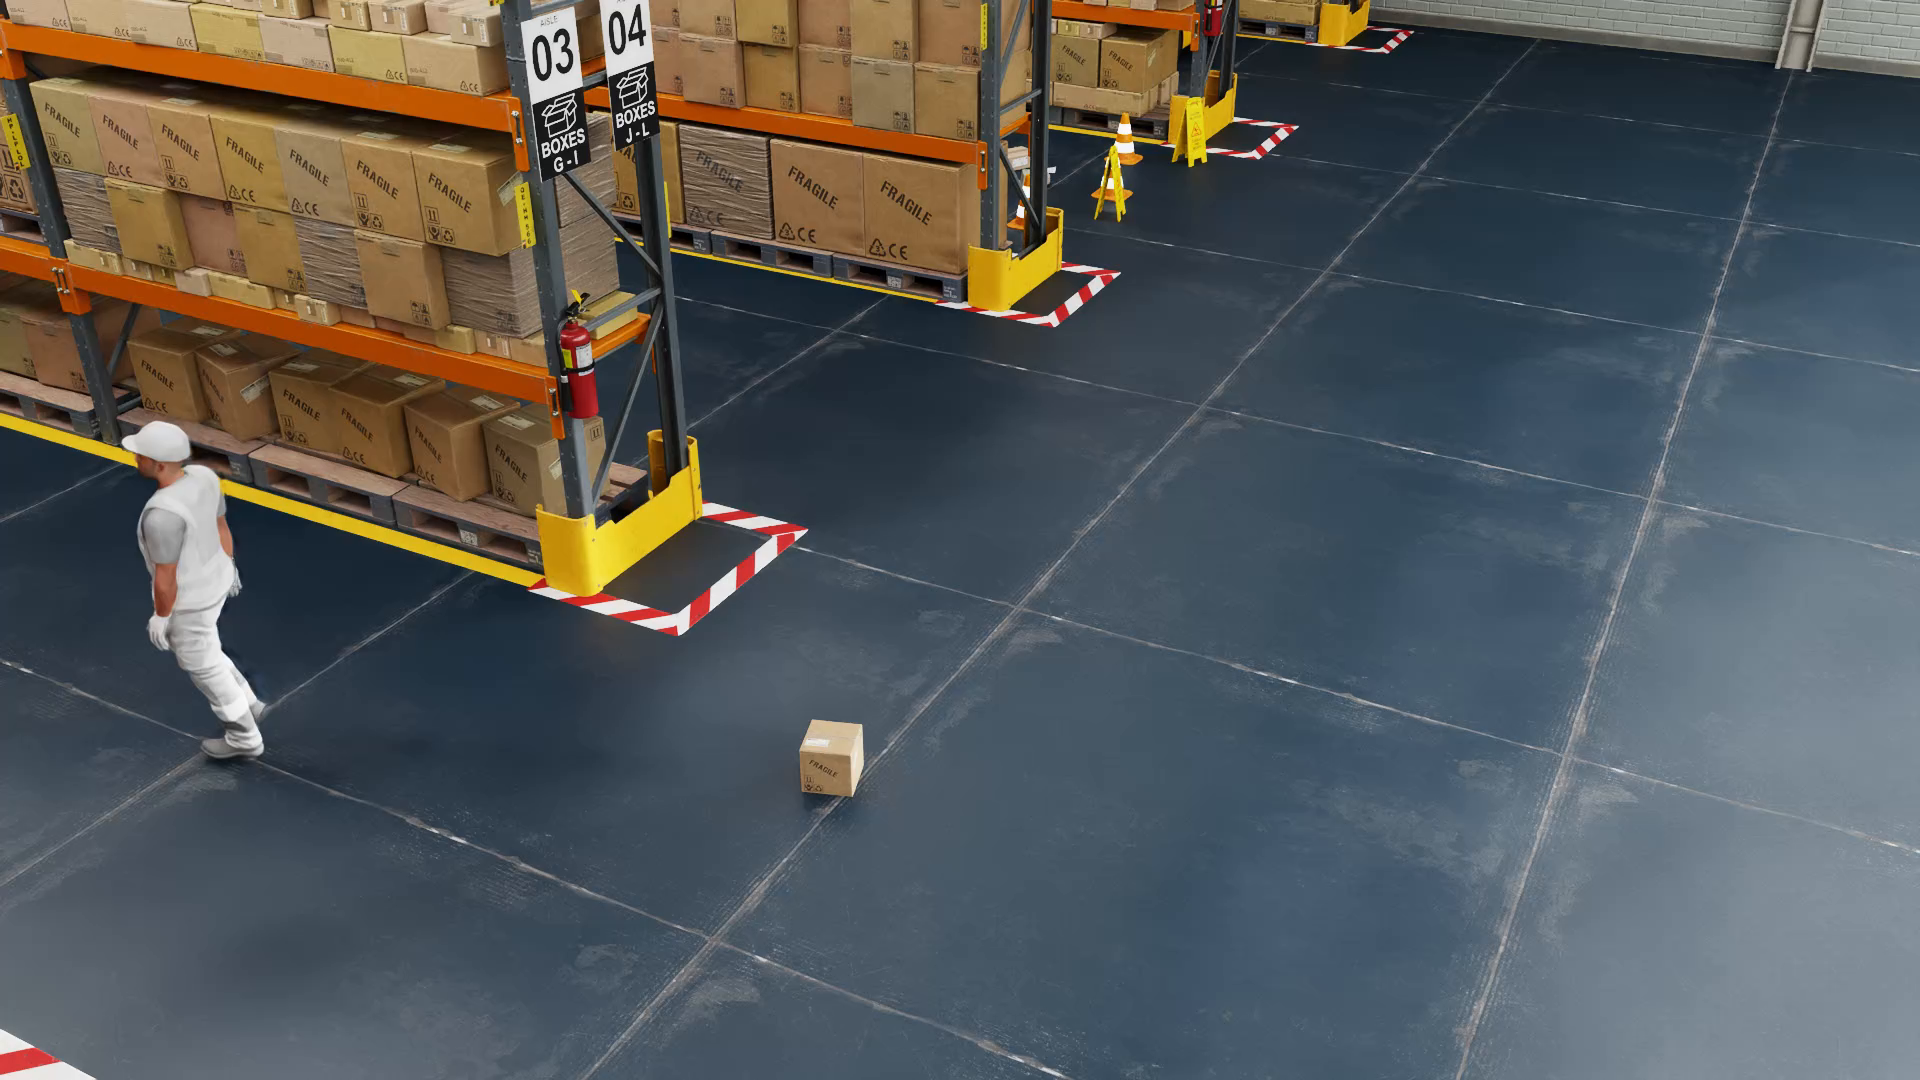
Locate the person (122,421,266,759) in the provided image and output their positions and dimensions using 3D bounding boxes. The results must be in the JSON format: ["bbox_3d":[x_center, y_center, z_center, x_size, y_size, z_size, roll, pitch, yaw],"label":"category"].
[{"bbox_3d":[-3.620,0.258,7.771,0.447,1.801,0.578,0,30,1],"label":"person"}]
